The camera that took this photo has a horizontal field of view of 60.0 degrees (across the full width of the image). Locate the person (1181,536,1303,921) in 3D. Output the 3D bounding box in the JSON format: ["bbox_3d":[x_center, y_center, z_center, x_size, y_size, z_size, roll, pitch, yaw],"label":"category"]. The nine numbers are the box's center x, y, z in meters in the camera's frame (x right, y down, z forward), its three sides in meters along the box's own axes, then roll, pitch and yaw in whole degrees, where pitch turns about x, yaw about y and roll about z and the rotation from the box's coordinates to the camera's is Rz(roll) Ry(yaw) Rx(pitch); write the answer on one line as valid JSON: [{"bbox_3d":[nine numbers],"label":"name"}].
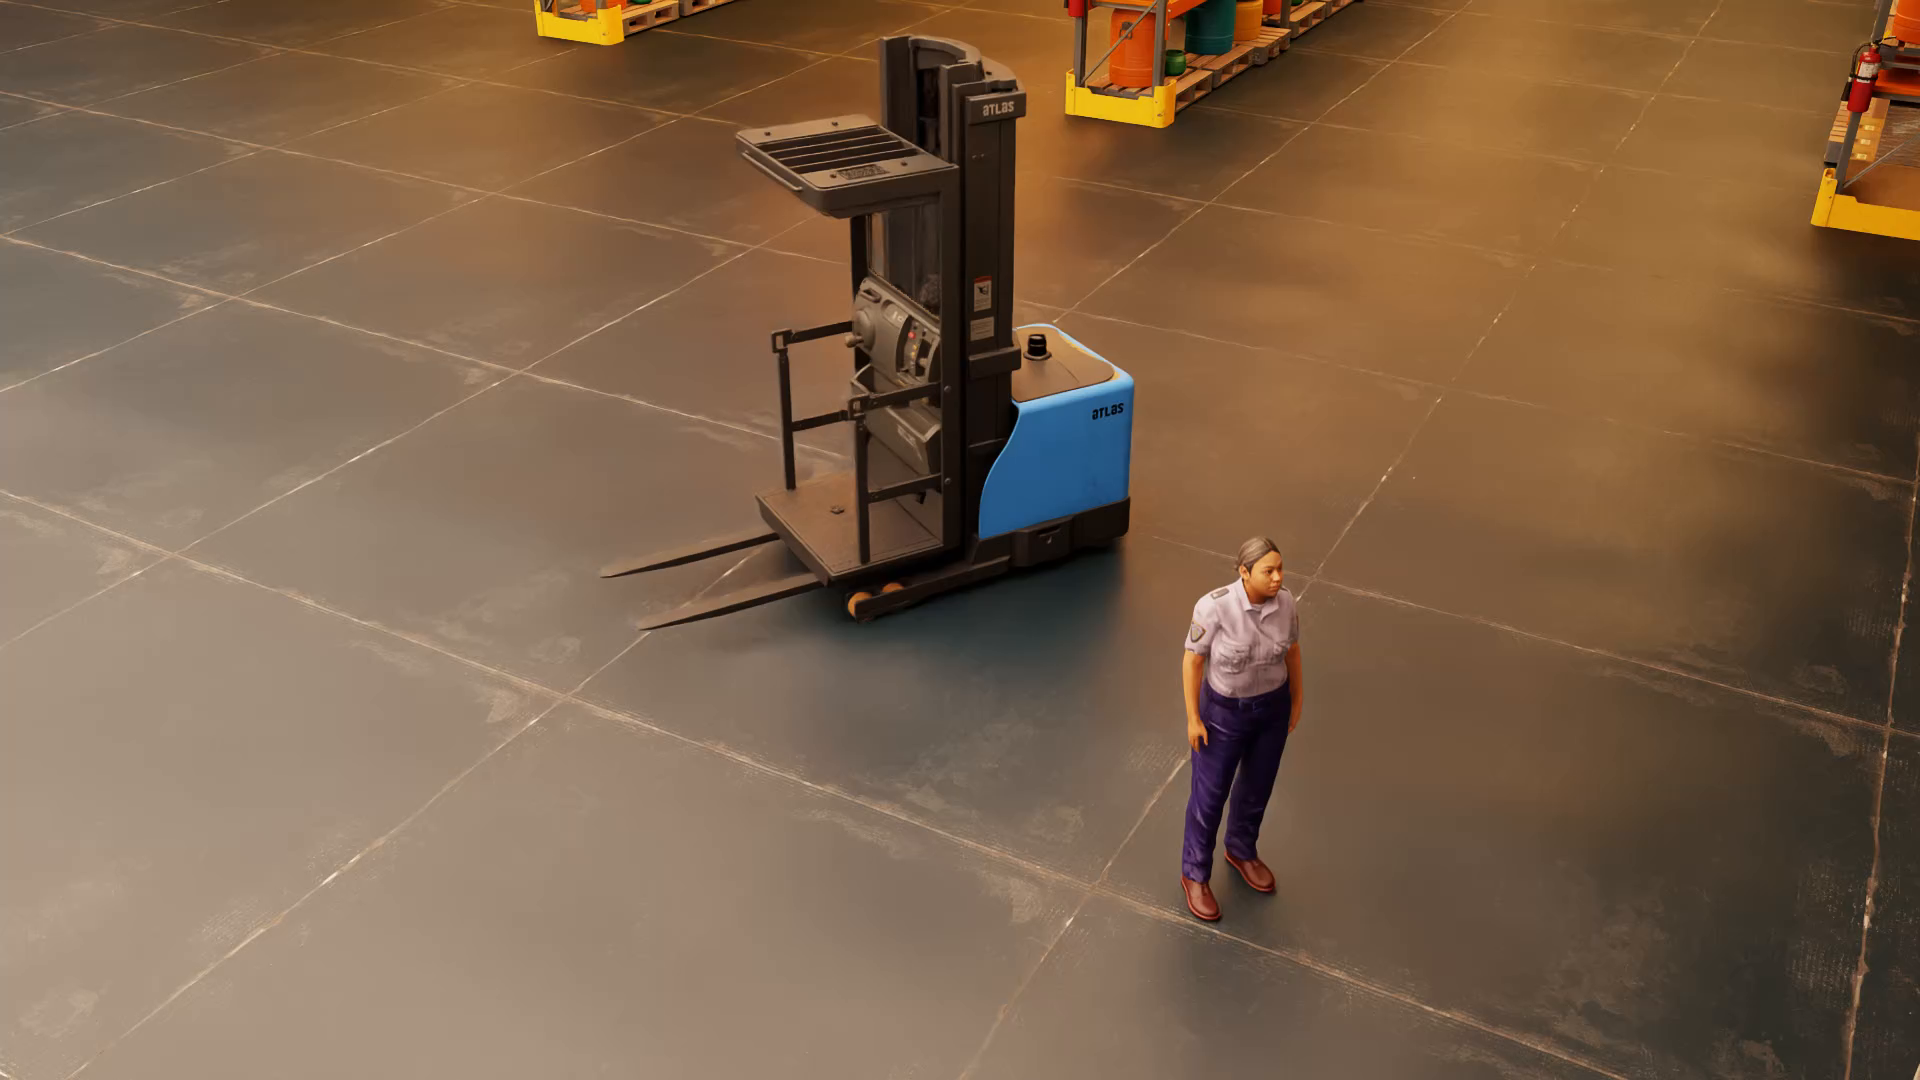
[{"bbox_3d":[1.219,0.779,7.001,0.580,1.658,0.484,-11,32,-18],"label":"person"}]

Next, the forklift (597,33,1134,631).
[{"bbox_3d":[-0.531,-1.116,9.005,3.031,2.935,1.130,-16,33,-25],"label":"forklift"}]
